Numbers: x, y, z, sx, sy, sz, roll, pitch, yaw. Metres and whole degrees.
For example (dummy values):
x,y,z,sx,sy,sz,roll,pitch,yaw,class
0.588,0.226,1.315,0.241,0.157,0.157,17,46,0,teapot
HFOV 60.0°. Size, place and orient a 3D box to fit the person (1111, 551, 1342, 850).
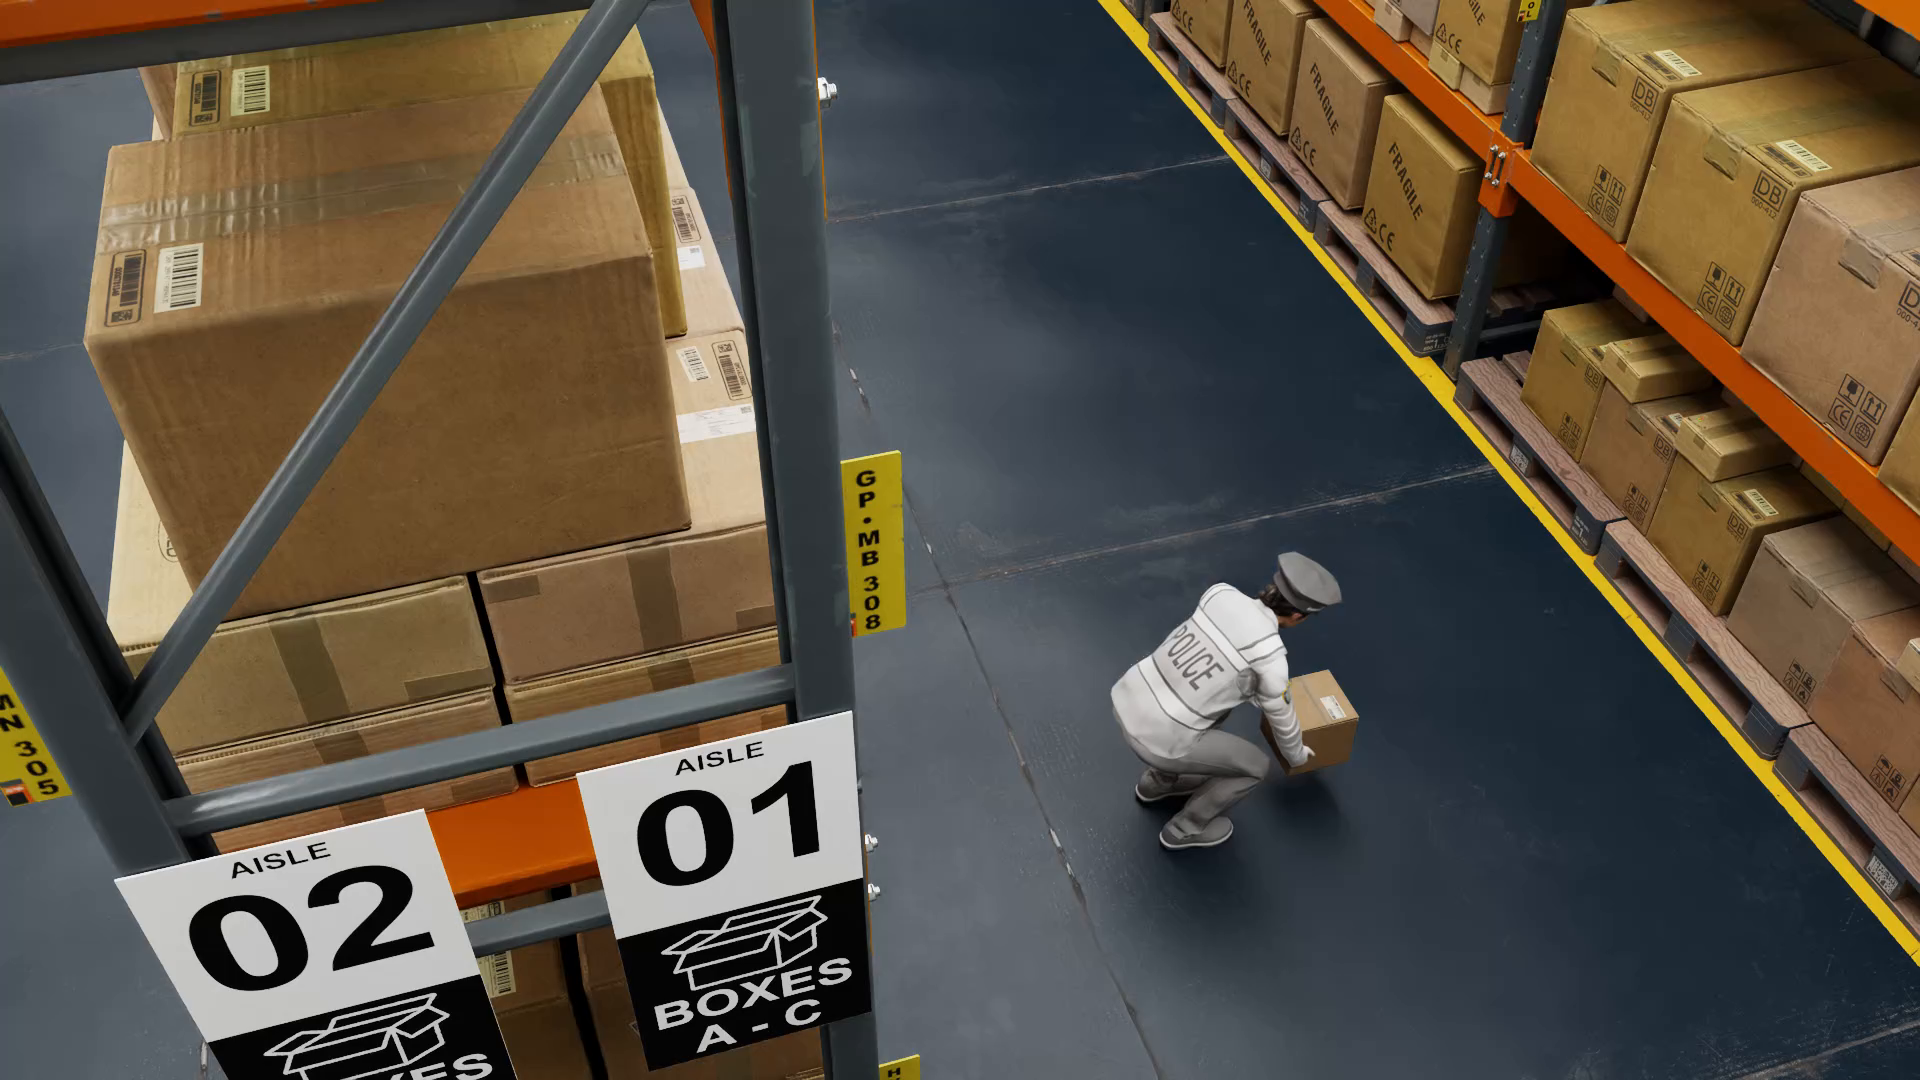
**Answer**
x,y,z,sx,sy,sz,roll,pitch,yaw,class
0.922,0.566,5.936,0.802,1.139,0.516,-12,44,-13,person
